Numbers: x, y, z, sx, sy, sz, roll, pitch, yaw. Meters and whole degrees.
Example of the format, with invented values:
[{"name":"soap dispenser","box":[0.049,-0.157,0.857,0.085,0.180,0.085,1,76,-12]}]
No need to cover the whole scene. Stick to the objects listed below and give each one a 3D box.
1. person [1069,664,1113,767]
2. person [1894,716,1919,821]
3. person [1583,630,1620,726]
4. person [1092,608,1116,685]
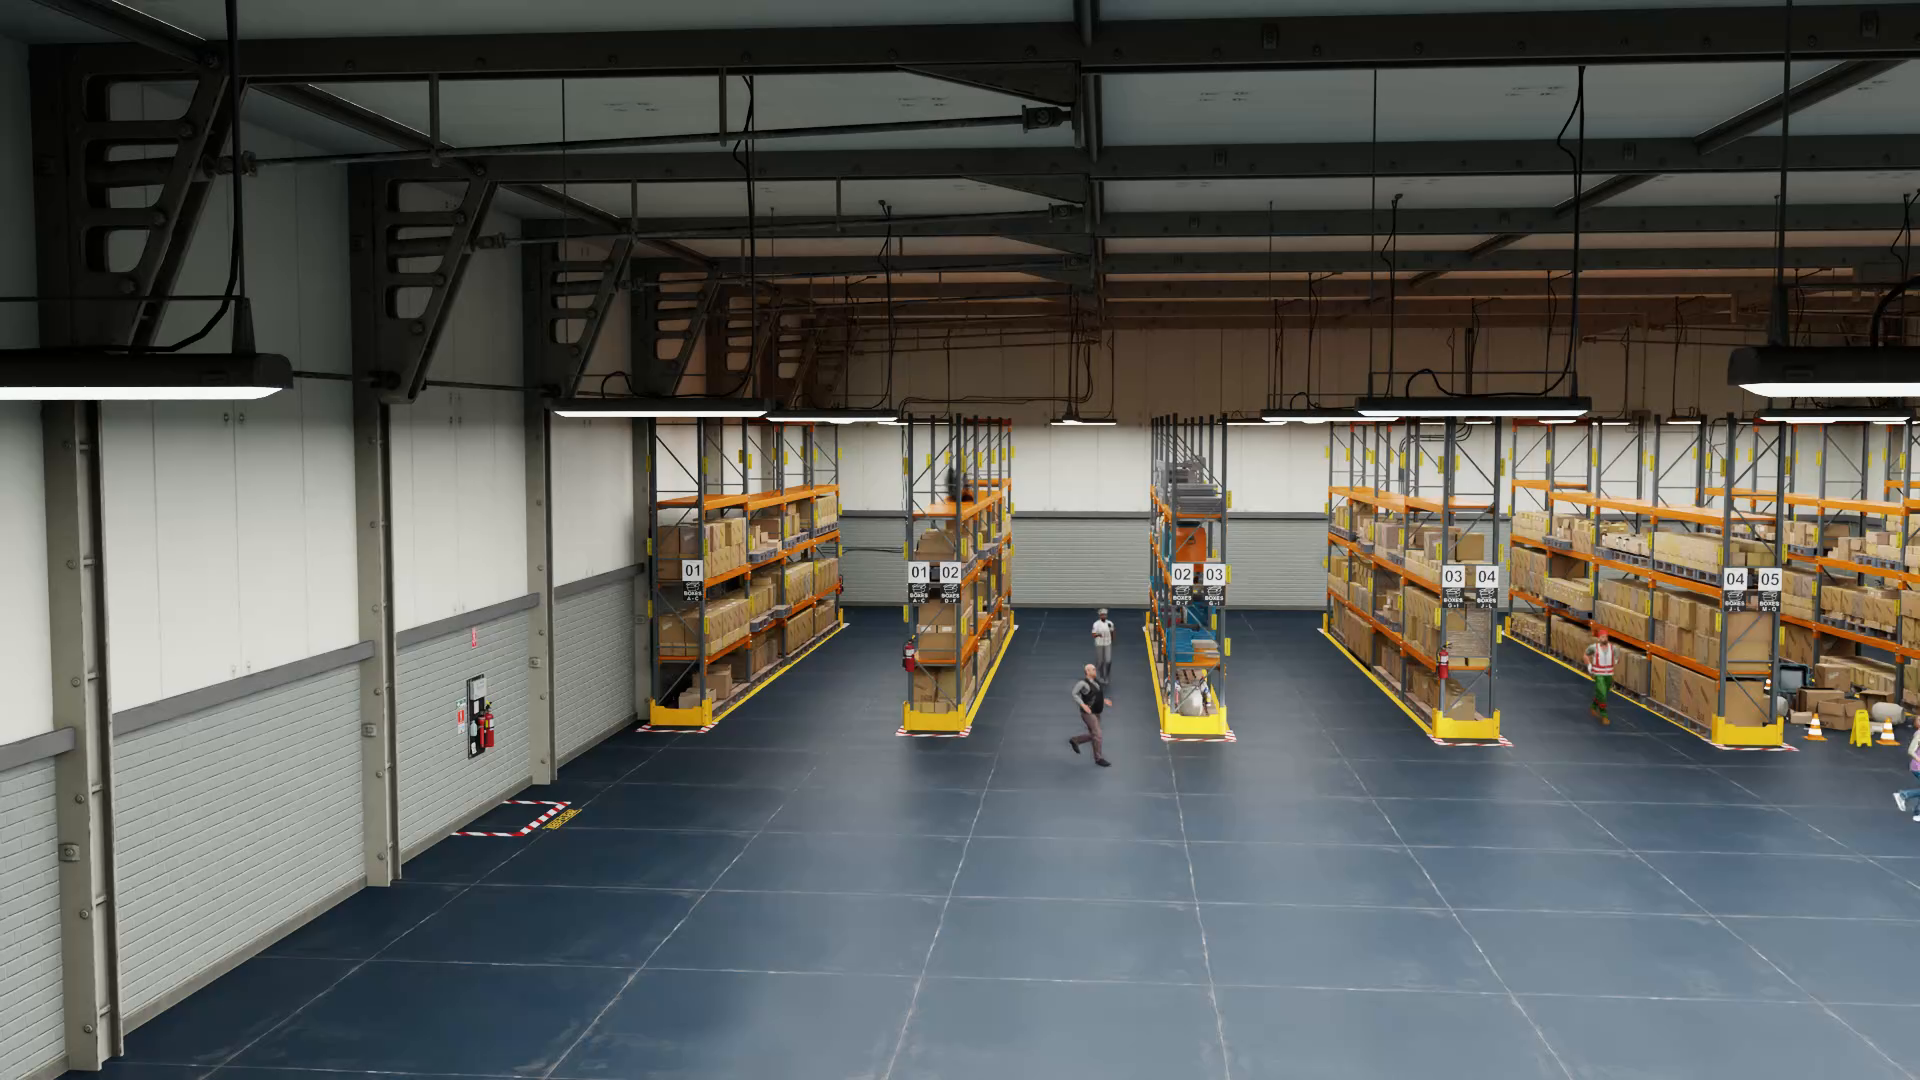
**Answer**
[{"name":"person","box":[2.203,2.971,28.374,0.875,1.721,0.662,3,5,35]},{"name":"person","box":[13.929,3.326,24.186,0.546,1.558,0.542,3,5,36]},{"name":"person","box":[12.527,2.645,32.369,0.628,1.819,0.908,0,4,-4]},{"name":"person","box":[3.221,2.390,37.151,0.555,1.722,0.660,0,4,-1]}]
